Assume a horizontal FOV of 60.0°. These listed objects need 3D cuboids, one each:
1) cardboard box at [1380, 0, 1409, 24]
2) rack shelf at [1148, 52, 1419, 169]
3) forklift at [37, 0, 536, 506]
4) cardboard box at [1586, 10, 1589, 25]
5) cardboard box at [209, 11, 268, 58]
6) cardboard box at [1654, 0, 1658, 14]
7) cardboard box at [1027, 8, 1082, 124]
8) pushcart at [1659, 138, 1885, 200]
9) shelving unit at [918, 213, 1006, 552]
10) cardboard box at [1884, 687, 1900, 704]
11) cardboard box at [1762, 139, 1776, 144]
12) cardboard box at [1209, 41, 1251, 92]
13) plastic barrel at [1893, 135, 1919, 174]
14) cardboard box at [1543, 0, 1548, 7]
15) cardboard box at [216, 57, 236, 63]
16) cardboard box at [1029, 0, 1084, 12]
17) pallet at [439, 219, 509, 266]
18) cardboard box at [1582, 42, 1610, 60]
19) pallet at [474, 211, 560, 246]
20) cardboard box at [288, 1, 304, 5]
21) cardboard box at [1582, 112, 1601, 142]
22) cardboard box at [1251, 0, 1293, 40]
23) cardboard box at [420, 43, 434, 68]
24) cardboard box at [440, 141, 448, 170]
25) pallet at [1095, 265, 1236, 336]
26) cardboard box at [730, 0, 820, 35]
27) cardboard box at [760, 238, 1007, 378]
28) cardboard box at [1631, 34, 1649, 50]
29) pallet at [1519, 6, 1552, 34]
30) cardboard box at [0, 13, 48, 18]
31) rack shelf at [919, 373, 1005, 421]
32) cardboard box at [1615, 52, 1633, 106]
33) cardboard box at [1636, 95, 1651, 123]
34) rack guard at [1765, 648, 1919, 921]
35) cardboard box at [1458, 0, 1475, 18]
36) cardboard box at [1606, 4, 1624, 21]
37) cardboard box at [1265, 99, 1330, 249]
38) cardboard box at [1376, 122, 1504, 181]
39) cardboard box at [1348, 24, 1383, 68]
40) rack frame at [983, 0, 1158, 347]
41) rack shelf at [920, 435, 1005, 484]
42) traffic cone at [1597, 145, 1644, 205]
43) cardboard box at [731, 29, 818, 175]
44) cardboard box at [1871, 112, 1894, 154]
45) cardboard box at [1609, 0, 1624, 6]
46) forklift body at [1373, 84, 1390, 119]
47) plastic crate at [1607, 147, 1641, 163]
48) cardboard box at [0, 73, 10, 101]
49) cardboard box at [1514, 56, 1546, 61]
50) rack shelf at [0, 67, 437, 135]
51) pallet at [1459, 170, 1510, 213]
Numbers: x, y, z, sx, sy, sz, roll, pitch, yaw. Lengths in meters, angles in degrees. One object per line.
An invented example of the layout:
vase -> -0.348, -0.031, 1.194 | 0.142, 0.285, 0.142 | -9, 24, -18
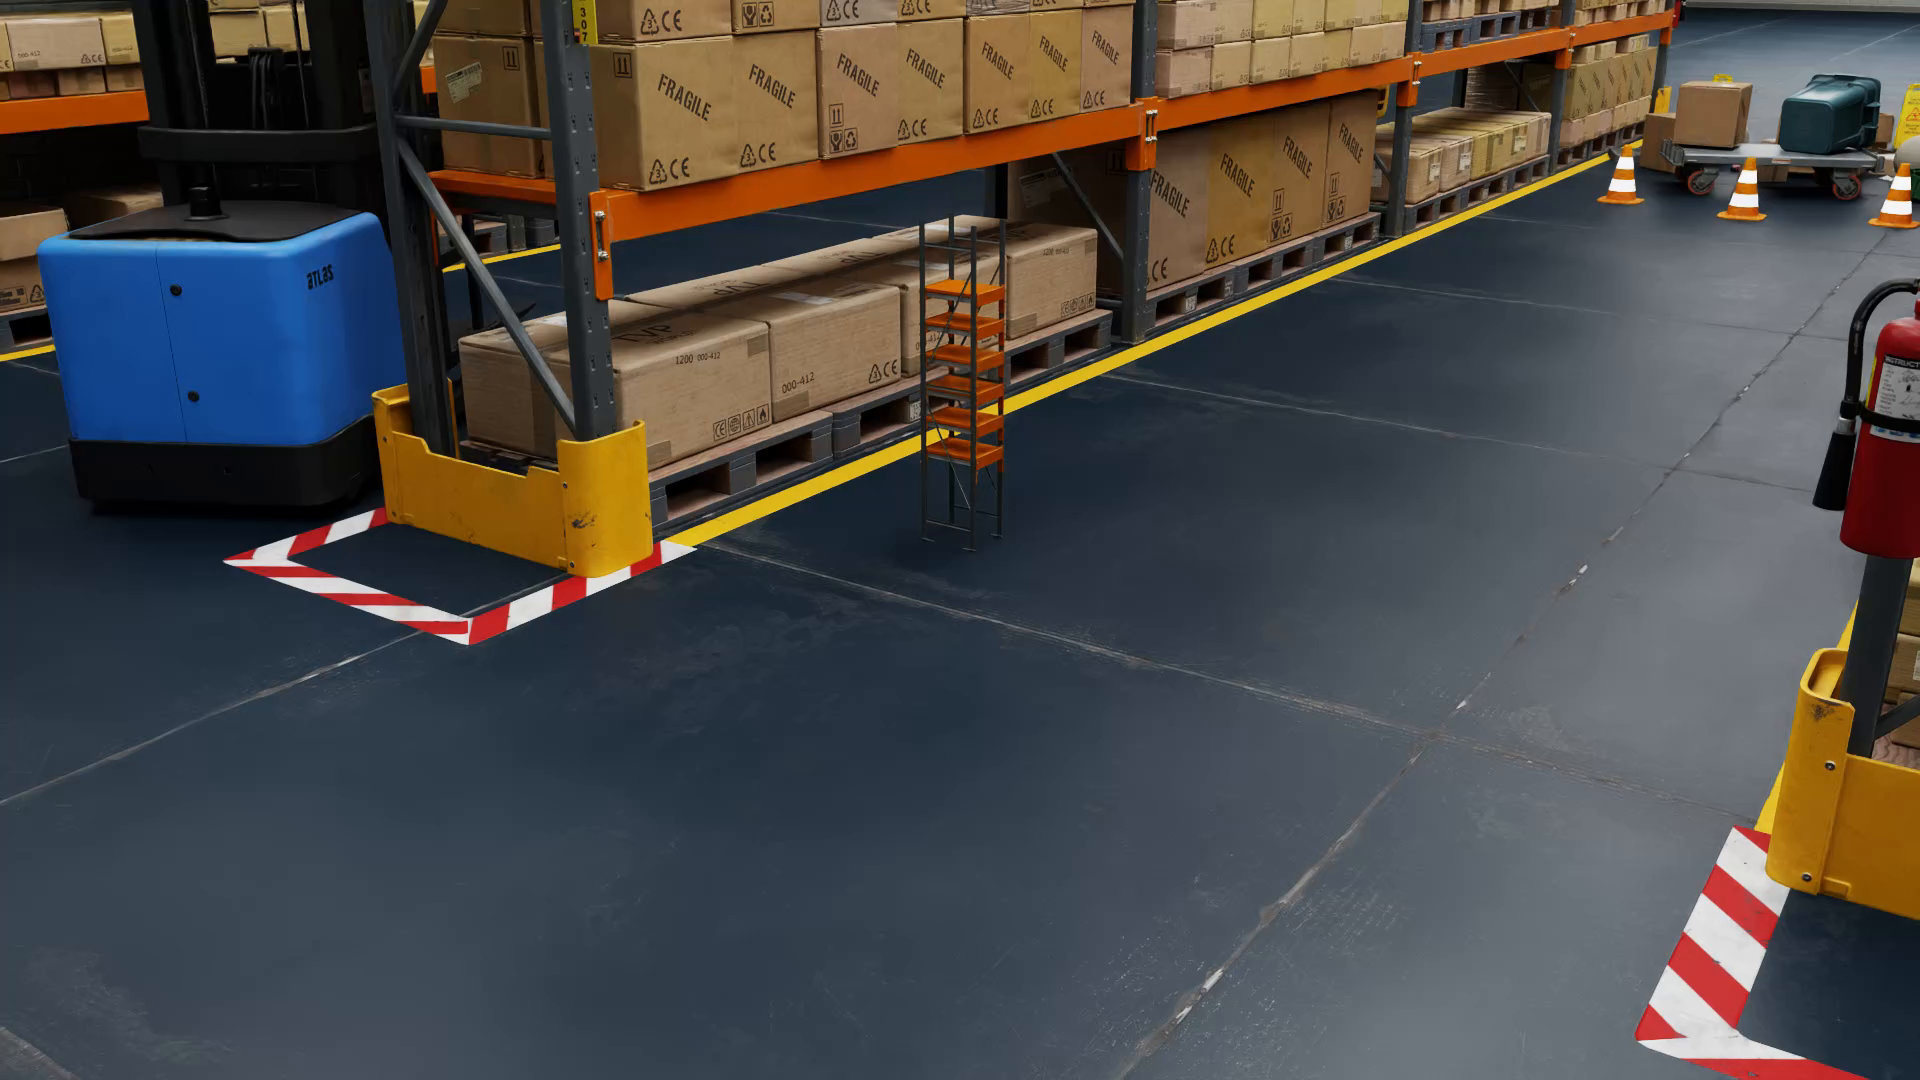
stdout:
cardboard box -> 2.764, -3.703, 11.449 | 0.500, 0.250, 0.500 | 13, 24, 32
rack shelf -> 1.702, -2.817, 10.593 | 1.077, 0.370, 4.000 | 13, 24, 32
forklift -> -2.820, -1.973, 7.374 | 1.130, 2.935, 3.031 | 2, 20, 5
cardboard box -> 5.616, -4.868, 15.464 | 0.380, 0.149, 0.250 | 14, 25, 33
cardboard box -> -4.465, -2.988, 9.806 | 0.500, 0.250, 0.500 | 13, 24, 30
cardboard box -> 7.078, -5.593, 17.423 | 0.380, 0.149, 0.250 | 13, 24, 31
cardboard box -> 0.244, -2.295, 8.003 | 0.500, 0.500, 0.500 | 13, 24, 31
pushcart -> 6.989, -3.215, 14.413 | 1.648, 0.377, 0.936 | 5, 21, 13
shelving unit -> 0.008, -0.567, 6.068 | 0.258, 1.200, 0.189 | 13, 24, 32
cardboard box -> 2.664, 0.359, 4.475 | 0.380, 0.149, 0.250 | 14, 25, 33
cardboard box -> 8.258, -3.916, 16.638 | 0.250, 0.149, 0.380 | -10, 22, -24
cardboard box -> 1.333, -2.733, 9.547 | 0.500, 0.250, 0.500 | 13, 24, 31
plastic barrel -> 8.595, -3.355, 14.726 | 0.421, 0.421, 0.512 | -6, 21, -15
cardboard box -> 4.851, -4.681, 14.353 | 0.380, 0.149, 0.250 | 12, 24, 30
cardboard box -> -4.470, -2.762, 9.770 | 0.380, 0.149, 0.250 | 14, 24, 33
cardboard box -> 0.249, -2.763, 7.825 | 0.500, 0.500, 0.500 | 13, 24, 31
pallet -> -3.916, -2.042, 11.482 | 1.003, 0.211, 1.213 | 13, 24, 32
cardboard box -> 6.037, -4.727, 16.064 | 0.380, 0.149, 0.250 | 14, 25, 34
pallet -> -3.103, -2.480, 12.665 | 1.003, 0.211, 1.213 | 13, 24, 32
cardboard box -> -4.307, -3.382, 10.870 | 0.500, 0.250, 0.500 | 13, 24, 31
cardboard box -> 5.921, -4.055, 16.261 | 0.500, 0.250, 0.500 | 15, 25, 35
cardboard box -> 1.634, -3.110, 9.845 | 0.500, 0.250, 0.500 | 14, 24, 32
cardboard box -> -3.628, -3.210, 10.980 | 0.380, 0.149, 0.250 | 14, 25, 33
cardboard box -> -3.498, -2.770, 12.428 | 0.500, 0.500, 0.500 | 13, 24, 32
pallet -> 0.949, -1.508, 10.038 | 1.003, 0.211, 1.213 | 13, 24, 32
cardboard box -> -0.881, -2.180, 6.250 | 0.500, 0.500, 0.500 | 13, 24, 30
cardboard box -> -0.367, -1.159, 8.163 | 0.875, 0.438, 0.875 | 12, 24, 30
cardboard box -> 6.938, -5.187, 17.307 | 0.380, 0.149, 0.250 | 14, 25, 33
pallet -> 4.525, -4.595, 14.639 | 1.003, 0.211, 1.213 | 13, 24, 32
cardboard box -> -5.448, -2.800, 9.298 | 0.500, 0.250, 0.500 | 13, 24, 32
rack shelf -> 0.008, -0.525, 6.083 | 0.258, 0.103, 0.180 | 13, 24, 32
cardboard box -> 6.509, -4.708, 16.945 | 0.500, 0.500, 0.500 | 13, 24, 31
cardboard box -> 7.078, -4.639, 17.841 | 0.500, 0.250, 0.500 | 13, 24, 32
rack guard -> 2.523, 0.655, 3.775 | 1.175, 0.500, 0.348 | 13, 24, 32
cardboard box -> 3.713, -4.083, 12.736 | 0.380, 0.149, 0.250 | 13, 24, 32
cardboard box -> 6.244, -5.151, 16.228 | 0.380, 0.149, 0.250 | 13, 24, 32
cardboard box -> 1.865, -2.491, 11.133 | 0.875, 0.875, 0.875 | 14, 24, 32
cardboard box -> 3.991, -3.282, 13.997 | 0.950, 0.372, 0.625 | 14, 25, 34
cardboard box -> 2.483, -3.312, 11.111 | 0.500, 0.250, 0.500 | 14, 24, 33
rack frame -> 0.578, -2.580, 8.916 | 1.000, 3.000, 0.127 | 13, 24, 32
rack shelf -> 0.008, -0.300, 6.167 | 0.258, 0.103, 0.180 | 13, 24, 32
traffic cone -> 5.536, -3.057, 13.862 | 0.336, 0.463, 0.334 | 13, 24, 32
cardboard box -> -0.902, -1.712, 6.424 | 0.500, 0.500, 0.500 | 13, 24, 31
cardboard box -> 8.430, -3.855, 15.960 | 0.797, 0.503, 0.637 | -2, 20, -5
cardboard box -> 6.109, -5.424, 16.031 | 0.500, 0.500, 0.500 | 13, 24, 31
forklift body -> 3.659, -5.692, 18.553 | 2.313, 2.155, 1.214 | 13, 24, 32
plastic crate -> 6.636, -3.797, 16.414 | 0.402, 0.080, 0.583 | 5, 21, 13
cardboard box -> -5.262, -2.404, 8.803 | 0.380, 0.149, 0.250 | 14, 24, 33
cardboard box -> 5.470, -4.503, 16.392 | 0.500, 0.500, 0.500 | 14, 24, 33
rack shelf -> -4.654, -2.636, 10.104 | 1.077, 0.370, 4.000 | 13, 24, 32
pallet -> 3.953, -2.992, 14.051 | 1.003, 0.211, 1.213 | 13, 24, 32
